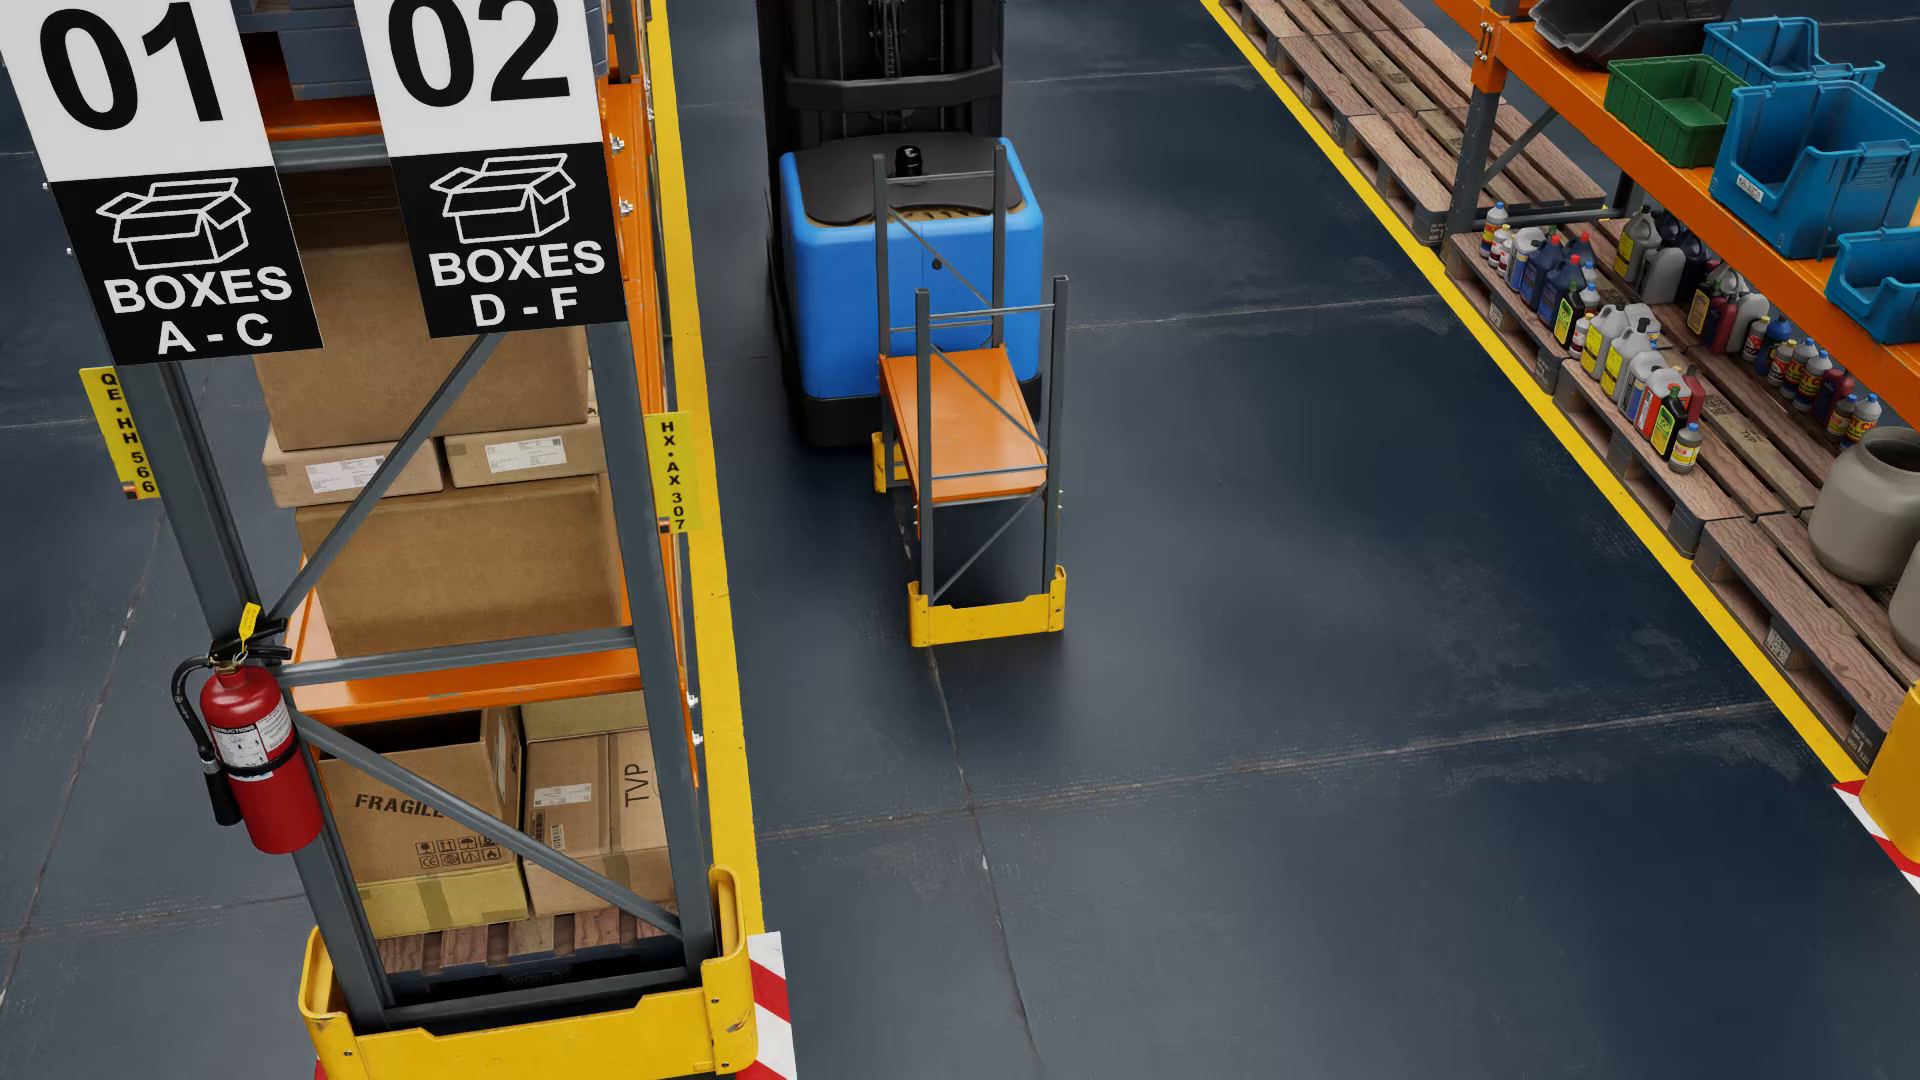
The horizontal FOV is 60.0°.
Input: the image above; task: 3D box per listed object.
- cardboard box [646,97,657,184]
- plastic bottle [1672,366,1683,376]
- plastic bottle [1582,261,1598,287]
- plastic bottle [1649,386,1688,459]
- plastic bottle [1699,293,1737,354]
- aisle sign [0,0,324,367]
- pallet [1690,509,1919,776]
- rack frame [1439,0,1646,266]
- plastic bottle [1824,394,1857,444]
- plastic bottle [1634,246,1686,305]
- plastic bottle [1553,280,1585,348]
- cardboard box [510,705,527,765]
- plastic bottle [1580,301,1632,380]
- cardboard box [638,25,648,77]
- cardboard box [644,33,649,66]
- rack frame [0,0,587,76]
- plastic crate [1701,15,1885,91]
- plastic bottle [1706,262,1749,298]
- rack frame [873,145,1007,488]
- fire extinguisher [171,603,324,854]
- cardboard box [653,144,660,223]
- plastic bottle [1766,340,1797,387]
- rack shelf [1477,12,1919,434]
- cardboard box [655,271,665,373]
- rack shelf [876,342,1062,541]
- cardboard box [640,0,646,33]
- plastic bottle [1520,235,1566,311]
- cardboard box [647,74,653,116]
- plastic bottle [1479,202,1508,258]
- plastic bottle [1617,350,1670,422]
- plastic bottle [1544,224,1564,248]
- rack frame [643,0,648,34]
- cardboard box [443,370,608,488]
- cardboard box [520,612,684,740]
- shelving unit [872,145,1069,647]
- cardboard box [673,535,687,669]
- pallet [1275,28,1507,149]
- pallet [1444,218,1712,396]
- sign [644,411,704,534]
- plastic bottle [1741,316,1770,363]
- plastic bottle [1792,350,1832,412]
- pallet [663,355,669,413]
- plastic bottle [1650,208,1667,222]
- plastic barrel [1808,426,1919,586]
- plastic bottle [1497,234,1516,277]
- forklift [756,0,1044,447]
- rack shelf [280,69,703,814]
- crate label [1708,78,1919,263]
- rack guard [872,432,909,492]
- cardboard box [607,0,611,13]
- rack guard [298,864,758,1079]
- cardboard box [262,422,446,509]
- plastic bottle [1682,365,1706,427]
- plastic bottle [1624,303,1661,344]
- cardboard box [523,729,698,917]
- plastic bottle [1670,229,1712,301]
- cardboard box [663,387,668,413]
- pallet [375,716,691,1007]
[{"bbox_3d":[-1.798,-2.015,8.341,0.500,0.311,0.500,-7,38,-8],"label":"cardboard box"},{"bbox_3d":[3.015,-0.644,7.056,0.097,0.201,0.097,0,38,0],"label":"plastic bottle"},{"bbox_3d":[2.867,-1.155,7.657,0.097,0.271,0.097,0,38,0],"label":"plastic bottle"},{"bbox_3d":[2.899,-0.481,6.779,0.061,0.283,0.133,-5,38,-7],"label":"plastic bottle"},{"bbox_3d":[3.396,-0.987,7.431,0.061,0.283,0.133,-6,38,-8],"label":"plastic bottle"},{"bbox_3d":[-1.464,-0.674,3.053,0.394,0.787,0.004,-6,38,-8],"label":"aisle sign"},{"bbox_3d":[3.494,0.320,6.166,1.003,0.211,1.213,-6,38,-8],"label":"pallet"},{"bbox_3d":[2.989,-2.665,7.735,1.000,3.000,0.127,-6,38,-8],"label":"rack frame"},{"bbox_3d":[3.661,-0.509,6.882,0.097,0.201,0.097,0,38,0],"label":"plastic bottle"},{"bbox_3d":[3.278,-1.258,7.786,0.152,0.276,0.135,-6,38,-8],"label":"plastic bottle"},{"bbox_3d":[2.743,-1.016,7.468,0.061,0.283,0.133,-5,38,-6],"label":"plastic bottle"},{"bbox_3d":[-1.671,0.609,5.421,0.500,0.250,0.500,-6,38,-8],"label":"cardboard box"},{"bbox_3d":[2.830,-0.890,7.251,0.144,0.351,0.185,-7,38,-8],"label":"plastic bottle"},{"bbox_3d":[-1.986,-2.641,9.146,0.500,0.311,0.500,-5,38,-7],"label":"cardboard box"},{"bbox_3d":[-2.163,-3.028,10.102,0.500,0.250,0.500,-7,38,-8],"label":"cardboard box"},{"bbox_3d":[-1.187,-2.088,2.102,1.000,3.000,0.127,-6,38,-8],"label":"rack frame"},{"bbox_3d":[3.451,-1.967,6.958,0.499,0.251,0.616,-6,38,-8],"label":"plastic crate"},{"bbox_3d":[3.476,-1.124,7.552,0.144,0.351,0.185,-6,38,-8],"label":"plastic bottle"},{"bbox_3d":[-0.074,-0.848,6.619,0.500,1.500,0.032,-6,38,-8],"label":"rack frame"},{"bbox_3d":[-1.623,0.433,3.810,0.296,0.674,0.183,-6,38,-8],"label":"fire extinguisher"},{"bbox_3d":[-1.803,-1.794,8.513,0.500,0.250,0.500,-5,38,-7],"label":"cardboard box"},{"bbox_3d":[3.585,-0.774,7.223,0.097,0.201,0.097,0,38,0],"label":"plastic bottle"},{"bbox_3d":[3.340,-1.173,6.401,1.077,0.370,4.000,-6,38,-8],"label":"rack shelf"},{"bbox_3d":[-1.591,-0.958,7.437,0.500,0.250,0.500,-6,38,-8],"label":"cardboard box"},{"bbox_3d":[0.015,-0.399,6.334,0.538,0.185,1.000,-6,38,-8],"label":"rack shelf"},{"bbox_3d":[-2.157,-3.249,9.929,0.500,0.311,0.500,-7,38,-9],"label":"cardboard box"},{"bbox_3d":[2.722,-1.261,7.728,0.144,0.351,0.185,-5,38,-7],"label":"plastic bottle"},{"bbox_3d":[-1.985,-2.414,9.311,0.500,0.250,0.500,-6,38,-7],"label":"cardboard box"},{"bbox_3d":[2.614,-1.522,8.129,0.097,0.271,0.097,0,38,0],"label":"plastic bottle"},{"bbox_3d":[2.896,-0.648,7.001,0.152,0.276,0.135,-7,38,-9],"label":"plastic bottle"},{"bbox_3d":[2.802,-1.346,7.893,0.061,0.283,0.133,-6,38,-8],"label":"plastic bottle"},{"bbox_3d":[-2.589,-4.551,10.162,1.000,3.000,0.127,-6,38,-8],"label":"rack frame"},{"bbox_3d":[-1.043,-0.274,4.048,0.380,0.149,0.250,-6,38,-8],"label":"cardboard box"},{"bbox_3d":[-1.151,0.256,5.264,0.500,0.500,0.500,-6,38,-8],"label":"cardboard box"},{"bbox_3d":[0.013,-0.546,6.231,0.587,1.500,1.083,-6,38,-8],"label":"shelving unit"},{"bbox_3d":[-1.240,0.250,5.882,0.500,0.250,0.500,-6,38,-8],"label":"cardboard box"},{"bbox_3d":[2.596,-2.772,10.147,1.003,0.211,1.213,-6,38,-8],"label":"pallet"},{"bbox_3d":[3.066,-1.154,8.063,1.003,0.211,1.213,-6,38,-8],"label":"pallet"},{"bbox_3d":[-0.639,-0.148,3.725,0.100,0.325,0.005,-6,38,-8],"label":"sign"},{"bbox_3d":[3.549,-0.898,7.383,0.097,0.201,0.097,0,38,0],"label":"plastic bottle"},{"bbox_3d":[3.620,-0.681,7.047,0.097,0.271,0.097,0,38,0],"label":"plastic bottle"},{"bbox_3d":[-1.790,-0.549,7.284,1.003,0.211,1.213,-6,38,-8],"label":"pallet"},{"bbox_3d":[3.398,-1.511,8.105,0.061,0.283,0.133,-4,38,-6],"label":"plastic bottle"},{"bbox_3d":[3.412,-0.125,6.151,0.421,0.512,0.421,0,38,0],"label":"plastic barrel"},{"bbox_3d":[2.649,-1.371,7.992,0.097,0.201,0.097,0,38,0],"label":"plastic bottle"},{"bbox_3d":[-0.389,-2.458,7.525,1.130,2.935,3.031,-6,38,-7],"label":"forklift"},{"bbox_3d":[-1.537,-0.642,5.718,1.077,0.370,4.000,-6,38,-8],"label":"rack shelf"},{"bbox_3d":[3.102,-1.346,6.008,0.502,0.435,0.616,-6,38,-8],"label":"crate label"},{"bbox_3d":[-0.074,-0.353,7.001,0.587,0.250,0.087,-6,38,-8],"label":"rack guard"},{"bbox_3d":[-1.842,-2.593,7.847,0.380,0.149,0.250,-6,38,-8],"label":"cardboard box"},{"bbox_3d":[-1.182,1.283,4.691,1.175,0.500,0.348,-6,38,-8],"label":"rack guard"},{"bbox_3d":[-1.441,-0.224,3.984,0.380,0.149,0.250,-7,38,-9],"label":"cardboard box"},{"bbox_3d":[3.025,-0.579,6.906,0.061,0.283,0.133,-6,38,-8],"label":"plastic bottle"},{"bbox_3d":[2.971,-0.891,7.314,0.152,0.276,0.135,-6,38,-8],"label":"plastic bottle"},{"bbox_3d":[-1.062,0.854,5.105,0.500,0.250,0.500,-6,38,-8],"label":"cardboard box"},{"bbox_3d":[3.420,-1.319,7.803,0.144,0.351,0.185,-8,39,-10],"label":"plastic bottle"},{"bbox_3d":[-1.411,-0.355,6.660,0.500,0.250,0.500,-6,38,-8],"label":"cardboard box"},{"bbox_3d":[-1.362,0.925,5.387,1.003,0.211,1.213,-6,38,-8],"label":"pallet"}]
